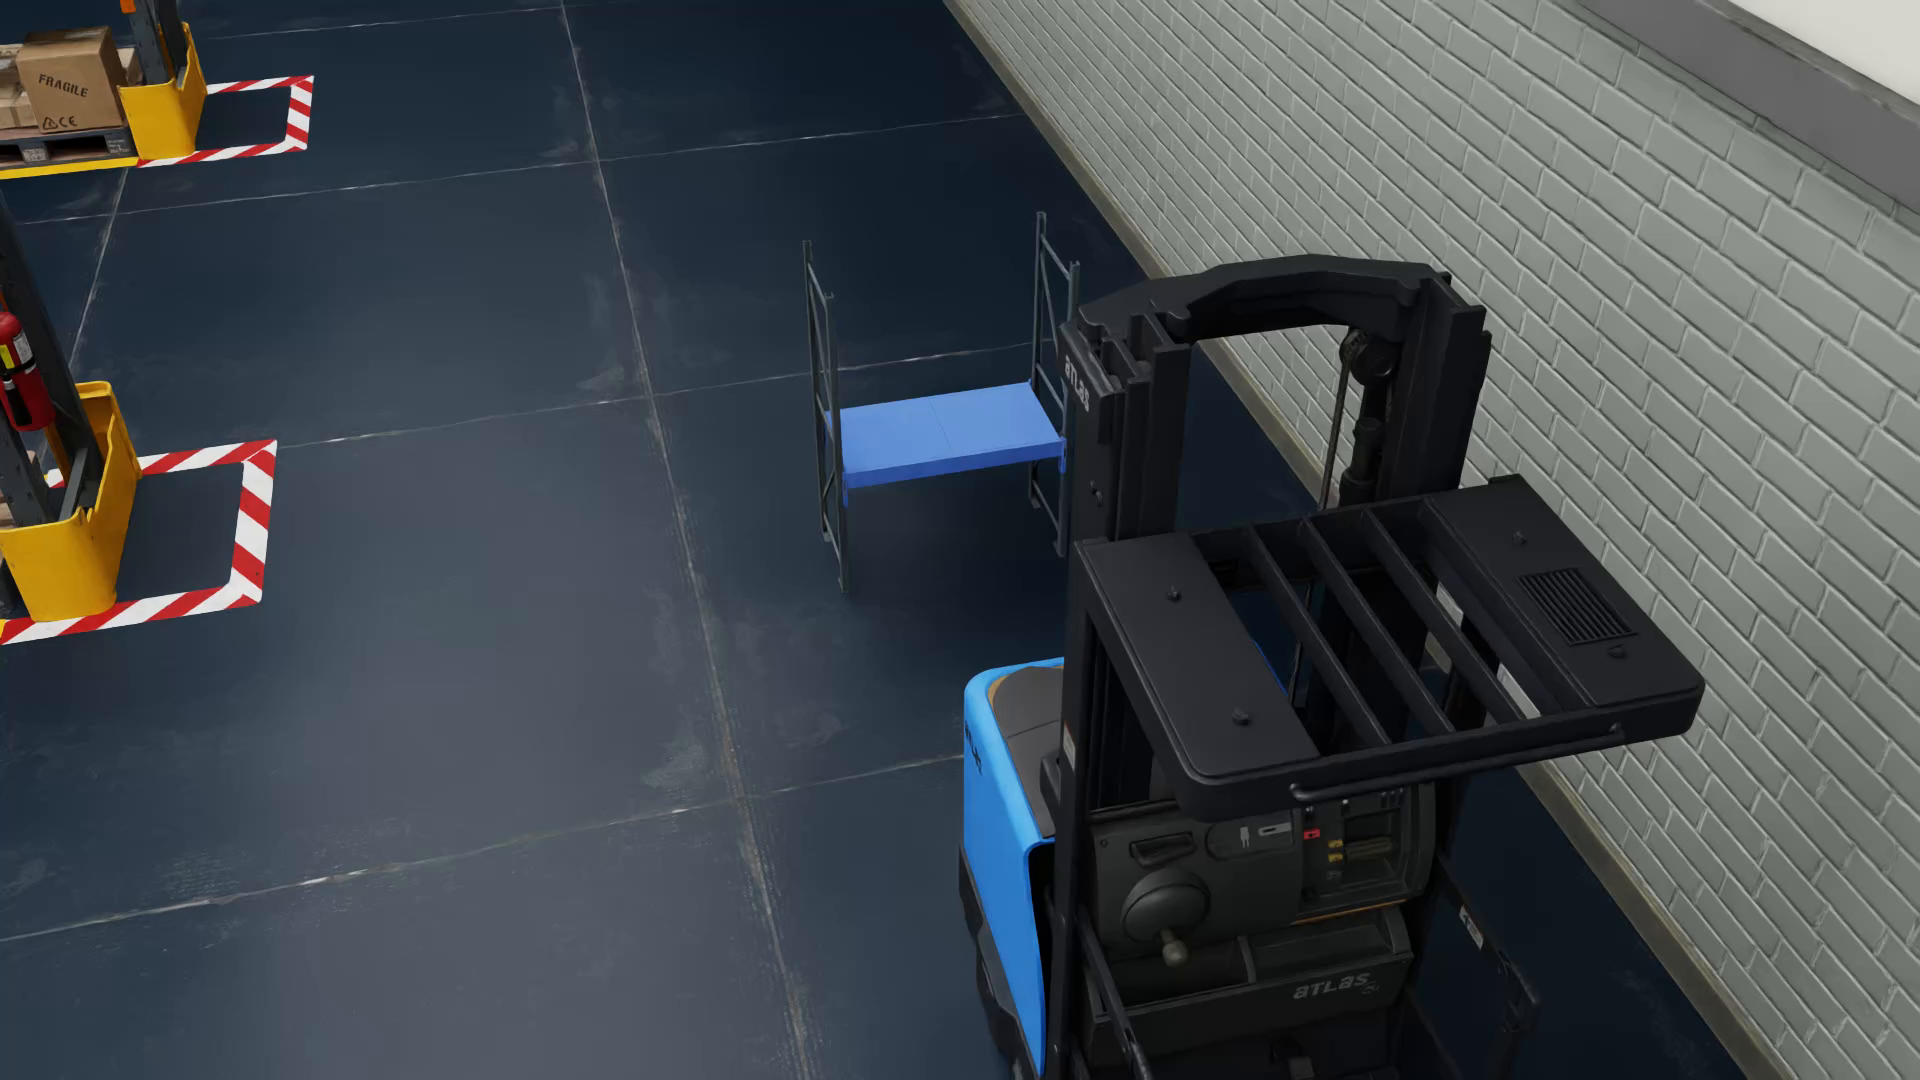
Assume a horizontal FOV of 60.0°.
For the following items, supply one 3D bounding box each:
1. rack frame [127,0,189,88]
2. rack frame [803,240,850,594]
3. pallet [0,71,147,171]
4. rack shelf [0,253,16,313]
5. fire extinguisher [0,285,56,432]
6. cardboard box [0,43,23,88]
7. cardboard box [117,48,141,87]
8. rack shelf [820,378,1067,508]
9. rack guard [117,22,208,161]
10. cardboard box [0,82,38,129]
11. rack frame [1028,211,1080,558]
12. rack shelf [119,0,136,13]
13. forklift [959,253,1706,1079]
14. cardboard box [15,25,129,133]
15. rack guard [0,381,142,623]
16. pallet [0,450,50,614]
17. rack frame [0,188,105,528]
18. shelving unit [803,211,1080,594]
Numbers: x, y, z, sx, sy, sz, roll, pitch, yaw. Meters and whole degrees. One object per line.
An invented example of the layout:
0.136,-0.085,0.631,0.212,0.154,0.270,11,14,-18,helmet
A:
-5.362,-4.084,10.621,0.127,3.000,1.000,-9,38,-12,rack frame
-0.573,-0.502,7.171,0.032,1.500,0.500,-9,38,-12,rack frame
-6.205,-2.838,11.286,1.213,0.211,1.003,-9,38,-12,pallet
-6.005,-0.576,6.626,4.000,0.370,1.077,-9,38,-12,rack shelf
-3.810,-0.757,6.641,0.183,0.674,0.296,-9,38,-12,fire extinguisher
-6.444,-3.168,11.324,0.500,0.250,0.500,-9,38,-12,cardboard box
-5.856,-3.262,11.530,0.250,0.149,0.380,-9,38,-12,cardboard box
-0.082,-0.439,7.386,1.000,0.185,0.538,-9,38,-12,rack shelf
-5.435,-3.080,11.364,0.348,0.500,1.175,-9,38,-12,rack guard
-6.237,-2.892,11.031,0.250,0.166,0.380,-9,38,-12,cardboard box
0.408,-0.663,7.382,0.032,1.500,0.500,-9,38,-12,rack frame
-7.293,-3.482,10.425,4.000,0.370,1.077,-9,38,-12,rack shelf
0.848,0.919,4.137,1.130,2.935,3.031,-9,38,-11,forklift
-5.823,-3.036,10.945,0.500,0.500,0.500,-9,38,-12,cardboard box
-4.054,-0.197,7.596,0.348,0.500,1.175,-9,38,-12,rack guard
-4.880,0.037,7.528,1.213,0.211,1.003,-9,38,-12,pallet
-4.074,-1.178,6.822,0.127,3.000,1.000,-9,38,-12,rack frame
-0.082,-0.582,7.277,1.048,1.500,0.538,-9,38,-12,shelving unit
